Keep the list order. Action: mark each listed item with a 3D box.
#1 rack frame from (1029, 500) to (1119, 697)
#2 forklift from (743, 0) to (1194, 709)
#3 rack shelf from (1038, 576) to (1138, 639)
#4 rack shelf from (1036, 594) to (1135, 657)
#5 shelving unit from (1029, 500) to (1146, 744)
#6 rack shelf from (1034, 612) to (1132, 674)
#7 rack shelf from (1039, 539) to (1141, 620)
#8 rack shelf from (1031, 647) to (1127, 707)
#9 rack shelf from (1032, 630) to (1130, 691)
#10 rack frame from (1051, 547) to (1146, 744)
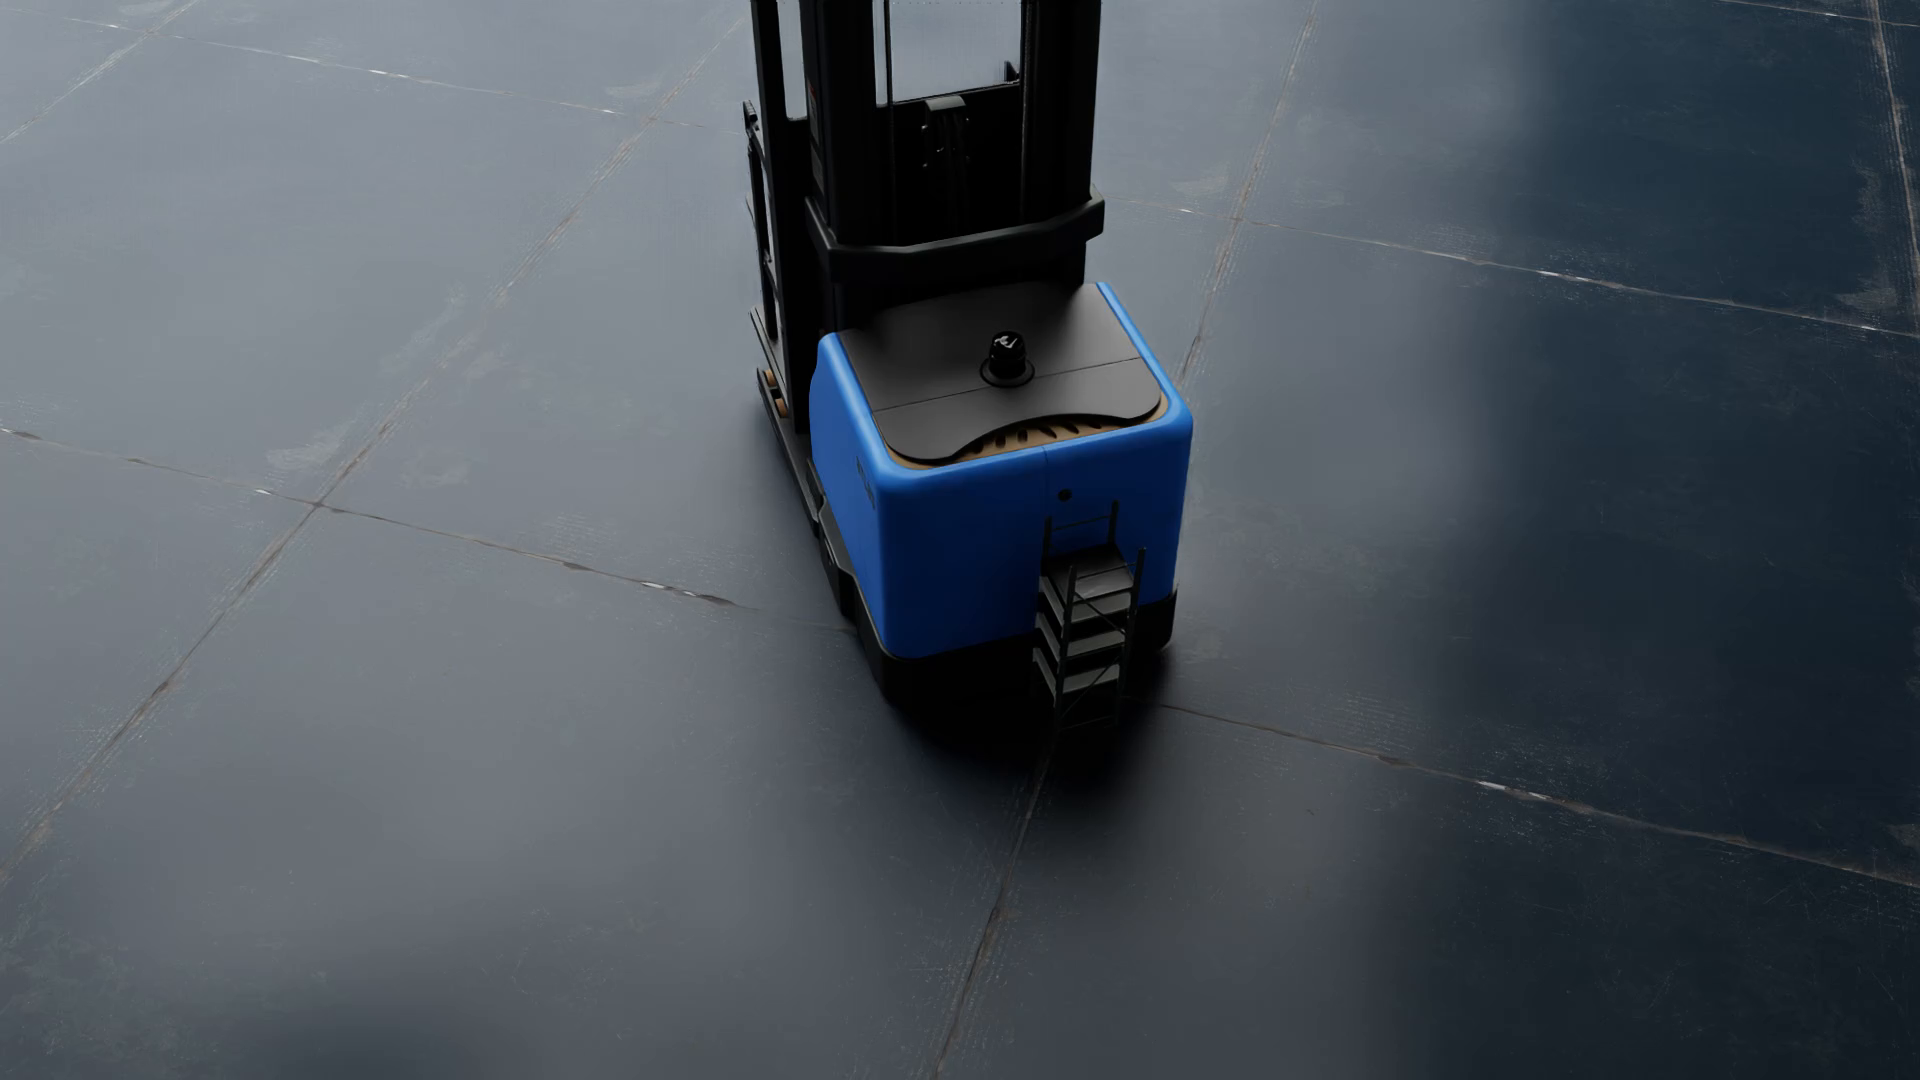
[{"bbox_3d":[0.361,0.206,5.376,0.240,0.900,0.006,-14,50,-14],"label":"rack frame"},{"bbox_3d":[-0.189,-1.530,5.718,1.130,2.935,3.031,-12,46,-12],"label":"forklift"},{"bbox_3d":[0.398,0.181,5.204,0.258,0.077,0.200,-14,50,-14],"label":"rack shelf"},{"bbox_3d":[0.396,0.241,5.271,0.258,0.077,0.200,-14,50,-14],"label":"rack shelf"},{"bbox_3d":[0.395,0.278,5.313,0.258,0.900,0.210,-14,50,-14],"label":"shelving unit"},{"bbox_3d":[0.394,0.301,5.338,0.258,0.077,0.200,-14,50,-14],"label":"rack shelf"},{"bbox_3d":[0.400,0.121,5.136,0.258,0.077,0.200,-14,50,-14],"label":"rack shelf"},{"bbox_3d":[0.390,0.421,5.472,0.258,0.077,0.200,-14,50,-14],"label":"rack shelf"},{"bbox_3d":[0.392,0.361,5.405,0.258,0.077,0.200,-14,50,-14],"label":"rack shelf"},{"bbox_3d":[0.428,0.350,5.249,0.240,0.900,0.006,-14,50,-14],"label":"rack frame"}]
